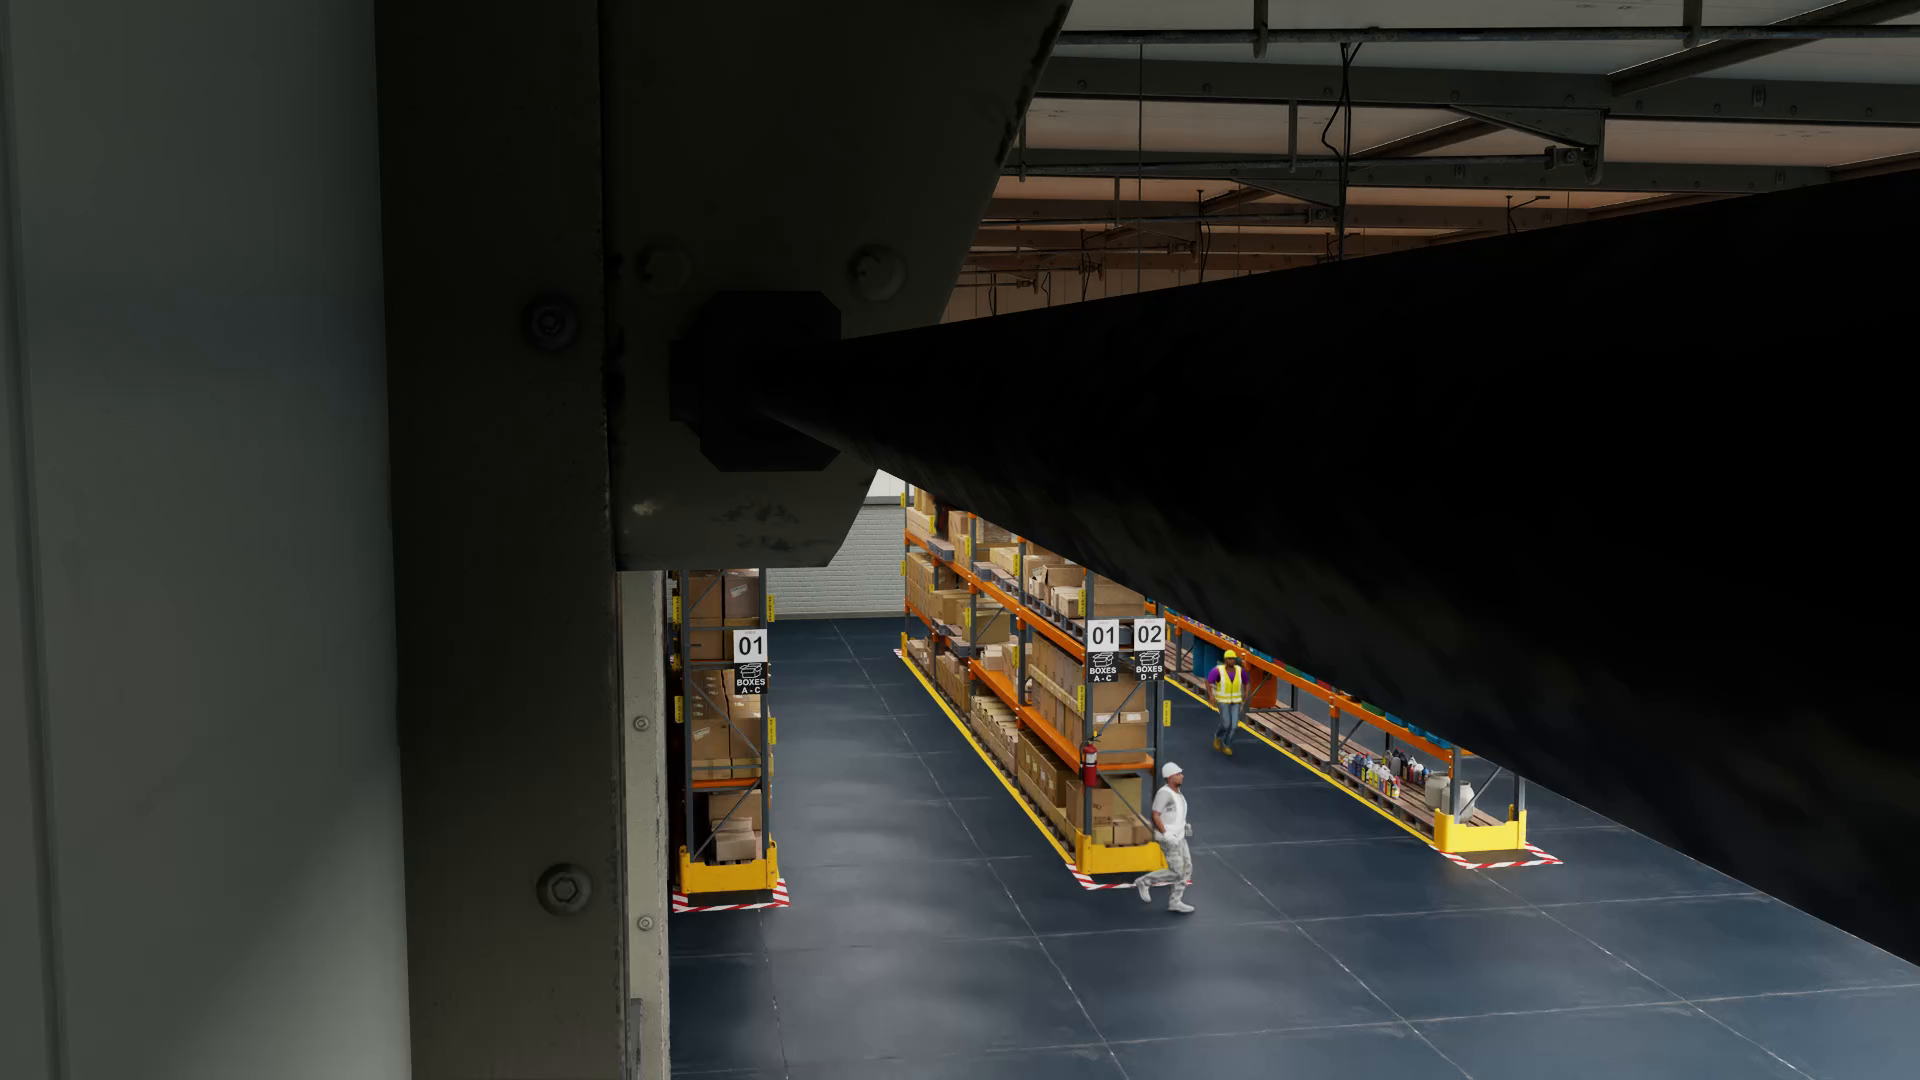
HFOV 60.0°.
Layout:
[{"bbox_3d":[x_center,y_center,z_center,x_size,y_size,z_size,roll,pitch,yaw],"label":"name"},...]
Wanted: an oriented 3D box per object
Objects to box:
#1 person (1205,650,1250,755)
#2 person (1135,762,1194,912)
[{"bbox_3d":[4.415,2.653,27.182,0.710,1.730,0.573,-1,6,-11],"label":"person"},{"bbox_3d":[2.418,3.428,19.427,0.693,1.676,0.718,2,6,18],"label":"person"}]
